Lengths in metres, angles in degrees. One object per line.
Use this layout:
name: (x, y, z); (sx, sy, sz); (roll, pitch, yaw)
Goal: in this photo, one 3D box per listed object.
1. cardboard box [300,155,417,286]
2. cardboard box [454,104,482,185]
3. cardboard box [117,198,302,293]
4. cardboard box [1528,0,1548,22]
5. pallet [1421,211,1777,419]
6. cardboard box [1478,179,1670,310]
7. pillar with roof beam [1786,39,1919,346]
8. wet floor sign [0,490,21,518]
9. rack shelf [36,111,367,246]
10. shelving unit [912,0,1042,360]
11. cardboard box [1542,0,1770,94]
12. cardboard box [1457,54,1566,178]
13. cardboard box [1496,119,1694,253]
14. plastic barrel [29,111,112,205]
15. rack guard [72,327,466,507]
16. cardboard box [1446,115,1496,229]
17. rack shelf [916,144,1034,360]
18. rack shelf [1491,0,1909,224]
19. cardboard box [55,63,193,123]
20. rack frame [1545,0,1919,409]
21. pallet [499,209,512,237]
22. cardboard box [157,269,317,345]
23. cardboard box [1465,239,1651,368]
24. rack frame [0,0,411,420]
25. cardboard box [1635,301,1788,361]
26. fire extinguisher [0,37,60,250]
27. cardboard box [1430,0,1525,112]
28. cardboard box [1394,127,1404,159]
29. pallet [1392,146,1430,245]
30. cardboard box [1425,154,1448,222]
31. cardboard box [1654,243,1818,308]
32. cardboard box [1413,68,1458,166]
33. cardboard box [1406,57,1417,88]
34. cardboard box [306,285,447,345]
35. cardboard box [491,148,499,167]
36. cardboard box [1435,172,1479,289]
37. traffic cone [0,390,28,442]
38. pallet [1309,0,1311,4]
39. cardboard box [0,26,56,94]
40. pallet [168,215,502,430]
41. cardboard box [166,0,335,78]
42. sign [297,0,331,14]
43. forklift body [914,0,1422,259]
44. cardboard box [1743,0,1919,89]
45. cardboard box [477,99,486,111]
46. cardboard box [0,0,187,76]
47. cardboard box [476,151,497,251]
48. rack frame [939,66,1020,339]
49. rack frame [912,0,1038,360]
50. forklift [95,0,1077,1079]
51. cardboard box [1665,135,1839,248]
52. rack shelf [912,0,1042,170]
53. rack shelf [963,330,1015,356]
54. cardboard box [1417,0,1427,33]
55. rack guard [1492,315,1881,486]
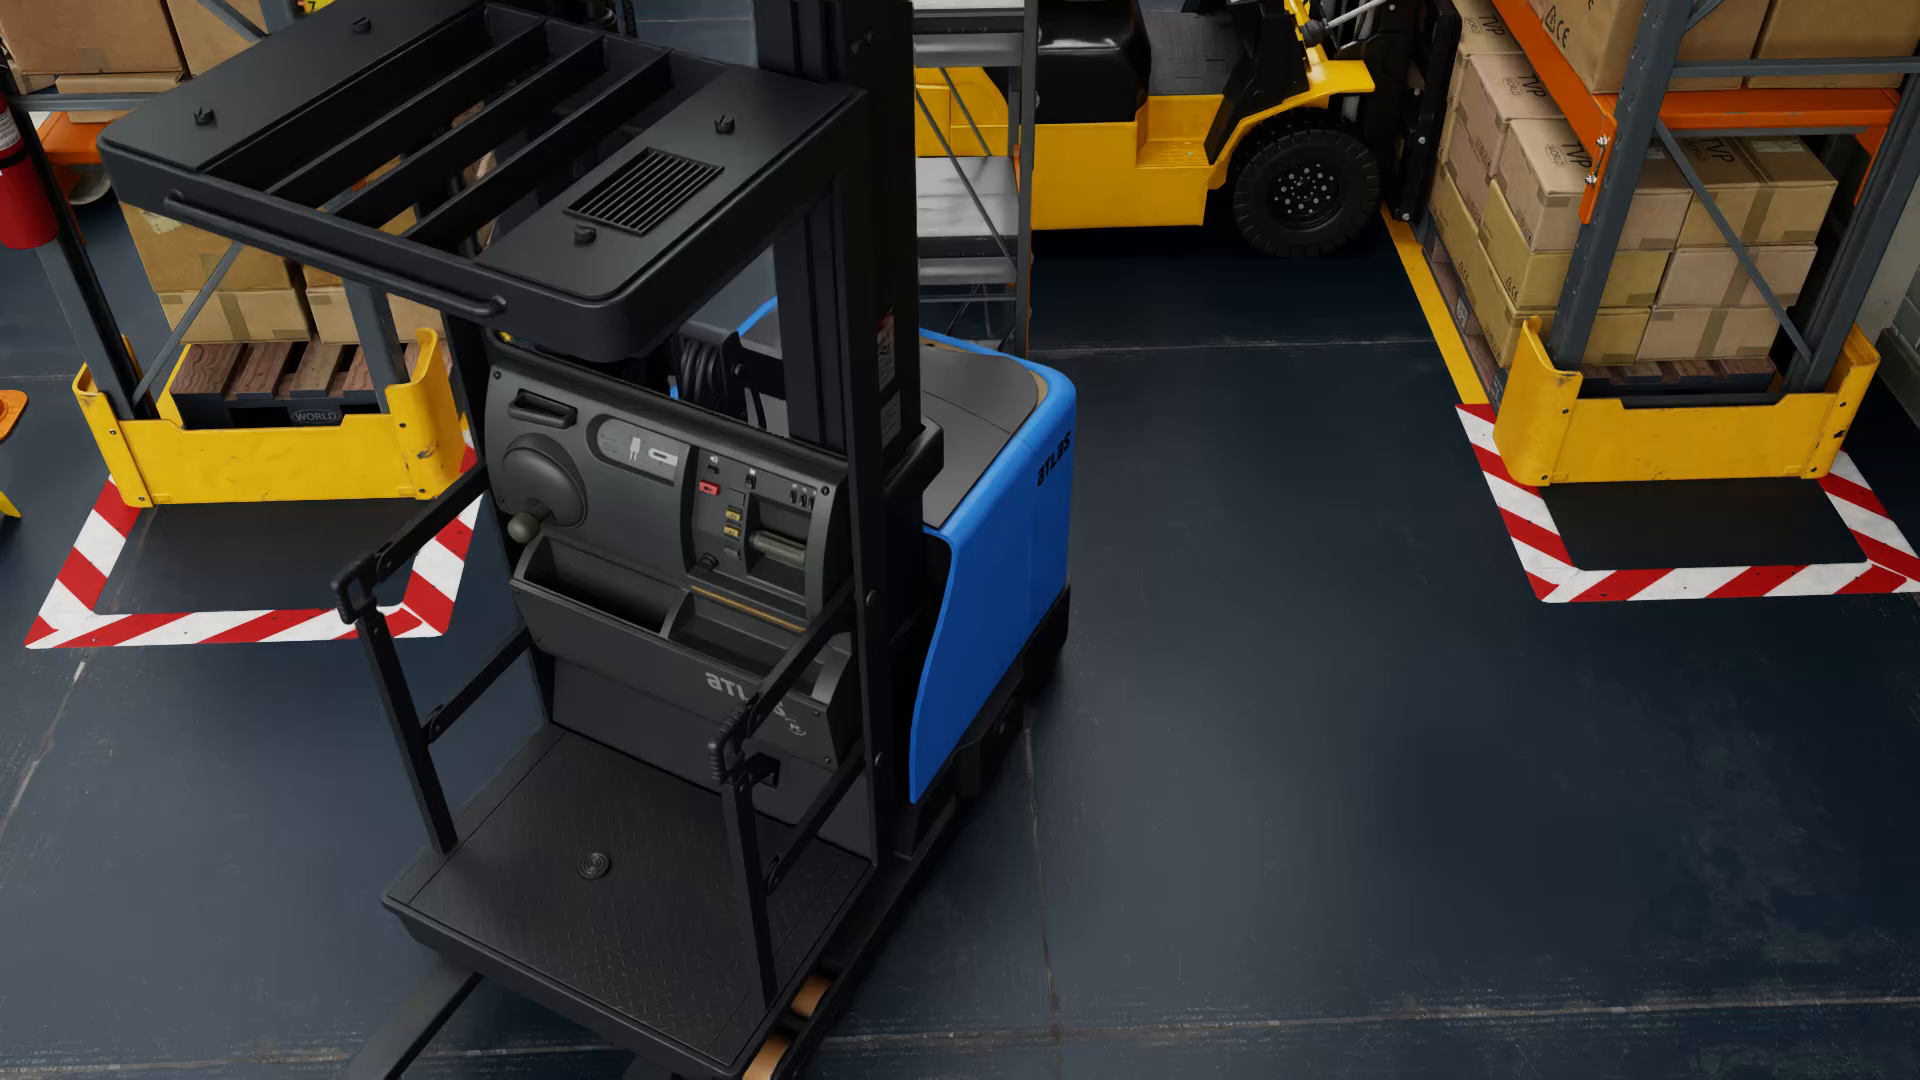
cardboard box: (-2.155, -1.287, 6.104); (0.500, 0.500, 0.500); (-3, 43, -3)
cardboard box: (-2.181, -1.640, 6.489); (0.500, 0.500, 0.500); (-3, 43, -3)
cardboard box: (-2.690, -1.252, 6.065); (0.500, 0.500, 0.500); (-1, 43, -2)
cardboard box: (2.268, -2.158, 5.811); (0.500, 0.500, 0.500); (0, 43, 0)
pallet: (2.489, -0.933, 6.612); (1.003, 0.211, 1.213); (-2, 43, -2)
cardboard box: (2.231, -1.091, 6.075); (0.500, 0.250, 0.500); (-2, 43, -2)
pillar with roof beam: (-0.866, -4.030, 3.487); (9.100, 9.000, 0.400); (-2, 43, -2)
wet floor sign: (-3.456, -0.274, 5.572); (0.267, 0.644, 0.232); (12, 44, 13)
rack shelf: (-2.480, -2.386, 6.666); (1.077, 0.370, 4.000); (-2, 43, -2)
shelving unit: (-0.007, -0.886, 5.162); (0.431, 2.100, 0.503); (-2, 43, -2)
cardboard box: (2.280, -1.808, 5.428); (0.500, 0.500, 0.500); (-3, 43, -3)
cardboard box: (2.205, -1.603, 6.263); (0.500, 0.250, 0.500); (-1, 43, -1)
cardboard box: (2.233, -1.258, 5.887); (0.500, 0.250, 0.500); (0, 43, 0)
plastic barrel: (-3.996, -1.703, 7.294); (0.512, 0.421, 0.421); (27, 49, 27)
rack guard: (-2.399, -0.431, 5.850); (1.175, 0.500, 0.348); (-2, 43, -2)
cardboard box: (2.220, -1.430, 6.445); (0.500, 0.250, 0.500); (-2, 43, -2)
rack shelf: (-0.007, -0.876, 5.172); (0.431, 0.518, 0.480); (-2, 43, -2)
rack shelf: (2.479, -2.531, 6.824); (1.077, 0.370, 4.000); (-2, 43, -2)
cardboard box: (-2.625, -1.455, 5.303); (0.380, 0.149, 0.250); (0, 43, 0)
rack frame: (2.564, -1.446, 5.108); (1.000, 3.000, 0.127); (-2, 43, -2)
pallet: (-2.447, -1.696, 7.444); (1.003, 0.211, 1.213); (-2, 43, -2)
cardboard box: (-2.699, -0.997, 6.342); (0.500, 0.250, 0.500); (-2, 43, -2)
cardboard box: (2.228, -0.896, 6.231); (0.500, 0.250, 0.500); (-1, 43, -1)
rack frame: (-2.395, -1.301, 4.950); (1.000, 3.000, 0.127); (-2, 43, -2)
cardboard box: (2.738, -0.925, 6.263); (0.500, 0.250, 0.500); (-1, 43, -2)
fire extinguisher: (-2.851, -1.182, 4.877); (0.296, 0.674, 0.183); (-2, 43, -2)
cardboard box: (2.174, -1.943, 6.634); (0.500, 0.250, 0.500); (-1, 43, -1)
cardboard box: (2.160, -1.920, 7.348); (0.500, 0.250, 0.500); (0, 43, 0)
pallet: (2.441, -1.755, 7.508); (1.003, 0.211, 1.213); (-2, 43, -2)
cardboard box: (2.204, -1.570, 6.967); (0.500, 0.250, 0.500); (-1, 43, -1)
cardboard box: (2.751, -1.095, 6.079); (0.500, 0.250, 0.500); (-1, 43, -1)
cardboard box: (2.177, -1.778, 6.824); (0.500, 0.250, 0.500); (-3, 43, -3)
cardboard box: (2.160, -2.116, 7.193); (0.500, 0.250, 0.500); (-2, 43, -2)
cardboard box: (-2.153, -0.995, 6.340); (0.500, 0.250, 0.500); (-2, 43, -2)
cardboard box: (-2.203, -1.708, 7.117); (0.500, 0.250, 0.500); (1, 43, 1)
cardboard box: (2.217, -1.232, 6.598); (0.500, 0.250, 0.500); (-2, 43, -2)
traffic cone: (-3.702, -0.619, 6.083); (0.336, 0.463, 0.334); (-2, 43, -2)
pallet: (2.386, -2.581, 8.409); (1.003, 0.211, 1.213); (-2, 43, -2)
cardboard box: (-4.675, -2.382, 8.152); (0.258, 0.266, 0.396); (-32, 51, -30)
pallet: (-2.398, -0.874, 6.547); (1.003, 0.211, 1.213); (-2, 43, -2)
cardboard box: (-2.138, -1.776, 5.173); (0.500, 0.500, 0.500); (-2, 43, -2)
sign: (-1.853, -1.636, 4.674); (0.100, 0.325, 0.005); (-2, 43, -2)
forklift body: (0.661, -2.361, 6.734); (2.313, 2.155, 1.214); (-2, 43, -2)
cardboard box: (2.820, -1.826, 5.448); (0.500, 0.500, 0.500); (0, 43, 0)
cardboard box: (-2.195, -1.979, 6.858); (0.500, 0.500, 0.500); (-1, 43, -1)
cardboard box: (-2.694, -1.806, 5.207); (0.500, 0.500, 0.500); (-2, 43, -3)
cardboard box: (-2.167, -1.340, 6.716); (0.500, 0.250, 0.500); (0, 43, 0)
rack frame: (-0.017, -1.051, 5.342); (0.400, 2.100, 0.015); (-2, 43, -2)
rack frame: (0.003, -0.721, 4.983); (0.400, 2.100, 0.015); (-2, 43, -2)
forklift: (-0.785, -0.023, 3.606); (1.130, 2.935, 3.031); (19, 46, 20)
cardboard box: (2.732, -1.286, 5.917); (0.500, 0.250, 0.500); (-2, 43, -2)
rack shelf: (-0.007, -1.392, 4.699); (0.431, 0.518, 0.480); (-2, 43, -2)
rack shelf: (-0.007, -0.360, 5.645); (0.431, 0.518, 0.480); (-2, 43, -2)
cardboard box: (2.160, -2.285, 7.007); (0.500, 0.250, 0.500); (-2, 43, -3)
rack guard: (2.565, -0.509, 5.935); (1.175, 0.500, 0.348); (-2, 43, -2)
